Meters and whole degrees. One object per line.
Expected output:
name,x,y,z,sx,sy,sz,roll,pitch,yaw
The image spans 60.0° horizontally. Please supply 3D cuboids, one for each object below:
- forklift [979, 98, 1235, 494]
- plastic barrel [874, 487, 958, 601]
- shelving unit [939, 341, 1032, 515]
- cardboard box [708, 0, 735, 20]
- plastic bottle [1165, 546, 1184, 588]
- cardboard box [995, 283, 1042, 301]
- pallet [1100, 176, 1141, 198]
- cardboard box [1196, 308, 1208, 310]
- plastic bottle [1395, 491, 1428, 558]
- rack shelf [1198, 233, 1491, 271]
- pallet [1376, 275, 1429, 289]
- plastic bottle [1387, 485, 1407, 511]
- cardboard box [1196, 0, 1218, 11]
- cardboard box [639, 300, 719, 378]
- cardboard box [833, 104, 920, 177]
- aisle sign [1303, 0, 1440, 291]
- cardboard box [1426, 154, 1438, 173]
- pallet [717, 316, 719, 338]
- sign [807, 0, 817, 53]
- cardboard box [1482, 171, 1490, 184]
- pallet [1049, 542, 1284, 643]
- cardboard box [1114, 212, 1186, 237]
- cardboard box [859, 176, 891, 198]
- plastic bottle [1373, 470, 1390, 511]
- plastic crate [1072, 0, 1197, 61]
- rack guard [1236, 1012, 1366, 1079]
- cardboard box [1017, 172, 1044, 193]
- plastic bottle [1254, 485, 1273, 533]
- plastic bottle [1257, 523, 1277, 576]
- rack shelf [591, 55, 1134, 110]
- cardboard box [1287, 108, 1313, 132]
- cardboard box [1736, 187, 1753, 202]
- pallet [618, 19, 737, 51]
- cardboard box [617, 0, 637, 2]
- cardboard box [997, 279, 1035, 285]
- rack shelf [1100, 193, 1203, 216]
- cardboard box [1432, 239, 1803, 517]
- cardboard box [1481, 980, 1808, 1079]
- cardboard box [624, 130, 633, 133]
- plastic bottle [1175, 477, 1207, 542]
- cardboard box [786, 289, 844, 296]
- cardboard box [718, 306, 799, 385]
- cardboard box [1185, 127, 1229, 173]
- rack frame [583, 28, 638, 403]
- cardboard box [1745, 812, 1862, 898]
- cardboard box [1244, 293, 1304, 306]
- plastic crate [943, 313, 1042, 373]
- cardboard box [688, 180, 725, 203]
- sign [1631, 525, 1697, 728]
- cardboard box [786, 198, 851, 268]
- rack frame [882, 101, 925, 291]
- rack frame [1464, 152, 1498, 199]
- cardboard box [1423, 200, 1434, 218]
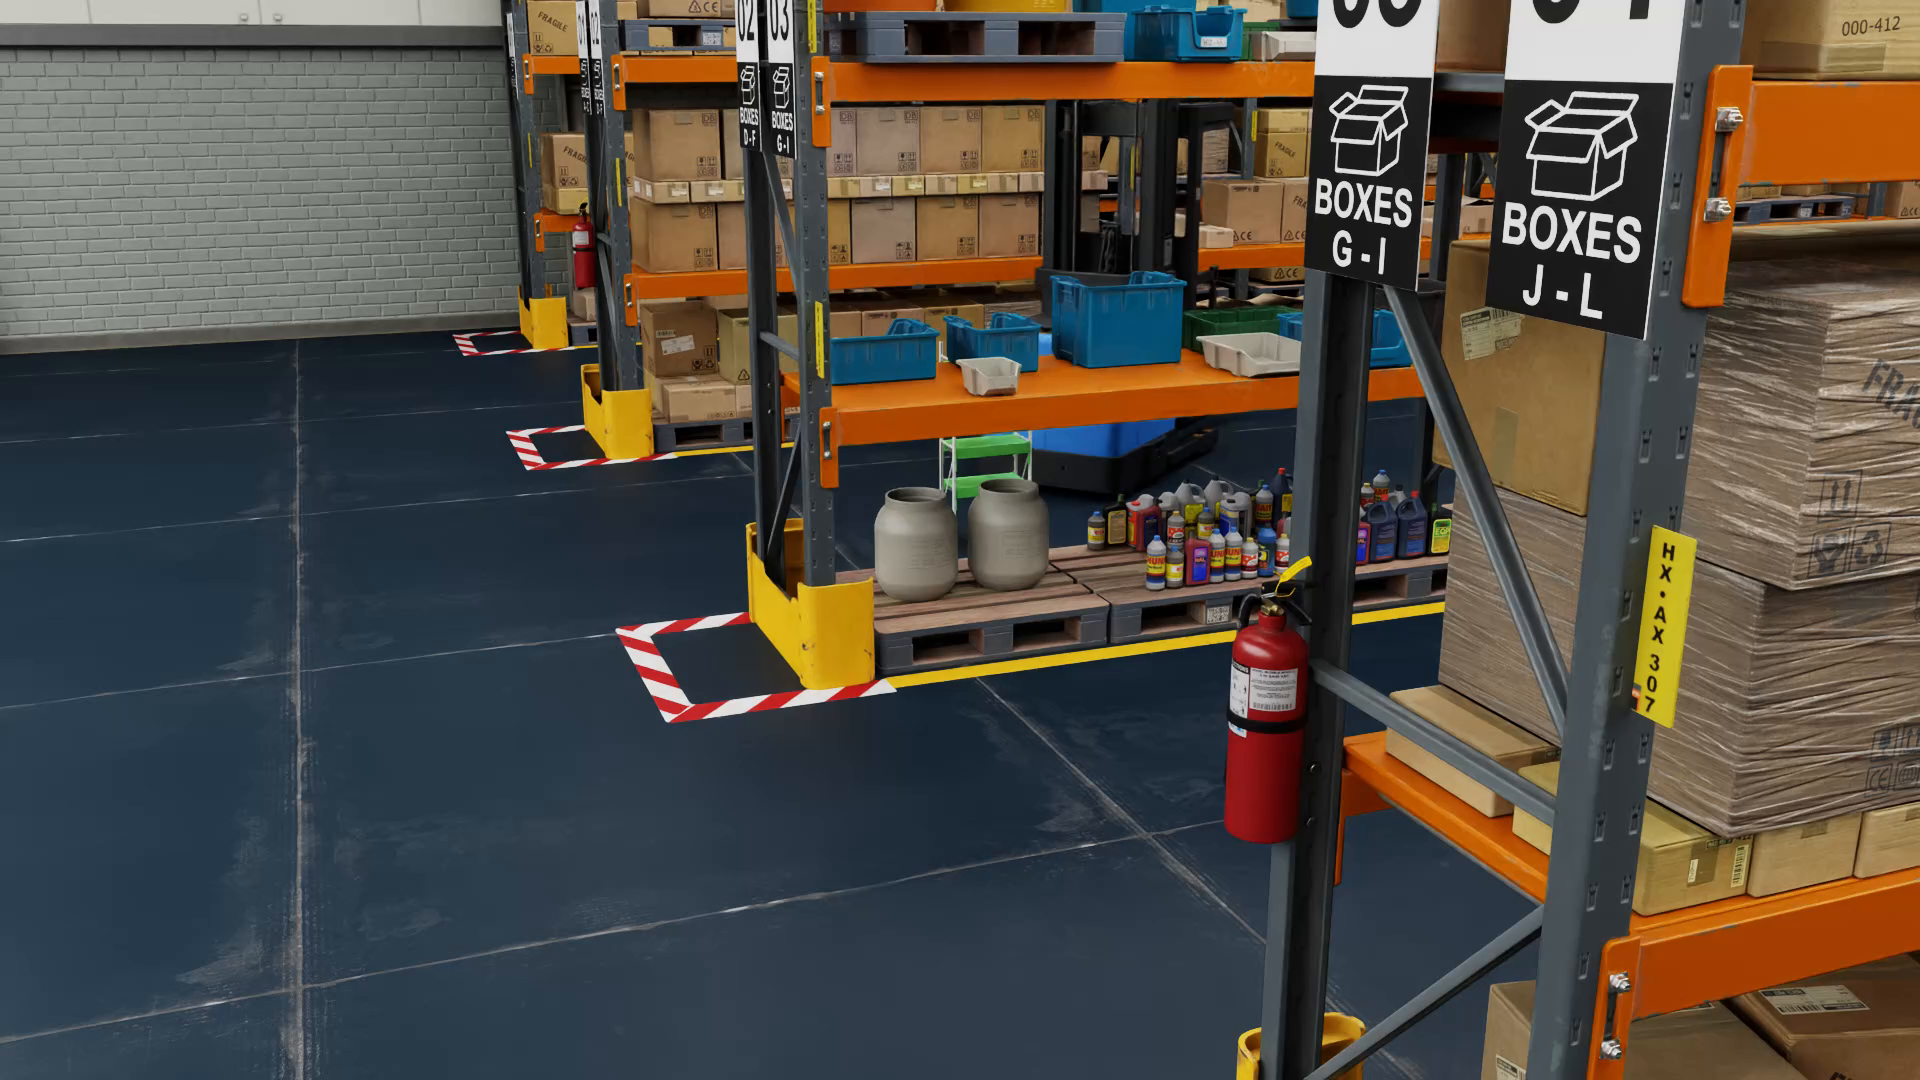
forklift,1.273,-2.075,11.963,1.130,2.935,3.031,9,18,27
plastic barrel,-0.219,0.018,8.382,0.421,0.512,0.421,0,16,0
shelving unit,0.155,-0.592,9.986,0.503,1.200,0.258,-6,17,-20
cardboard box,-1.595,-4.012,12.387,0.500,0.250,0.500,-6,17,-20
plastic bottle,1.095,0.133,8.508,0.097,0.201,0.097,0,16,0
cardboard box,0.615,-1.872,13.953,0.500,0.500,0.500,-6,17,-20
pallet,1.285,-3.998,18.730,1.213,0.211,1.003,-6,17,-20
cardboard box,2.104,-1.771,13.944,0.500,0.311,0.500,-6,18,-21
plastic bottle,2.430,-0.090,9.002,0.185,0.351,0.144,-7,18,-22
rack shelf,3.027,-2.451,14.397,4.000,0.370,1.077,-6,17,-20
pallet,5.019,-3.144,20.431,1.213,0.211,1.003,-6,17,-20
plastic bottle,2.379,-0.128,9.131,0.185,0.351,0.144,-6,17,-20
cardboard box,1.739,-4.223,13.351,0.500,0.250,0.500,-4,17,-14
cardboard box,-2.181,-1.565,12.909,0.500,0.500,0.500,-6,17,-20
cardboard box,-0.658,-3.067,12.737,0.500,0.500,0.700,-6,17,-20
aisle sign,0.801,-0.904,3.240,0.004,0.787,0.394,-6,17,-20
cardboard box,5.568,-4.689,20.001,0.500,0.500,0.500,-6,17,-20
pallet,-2.372,-2.358,17.754,1.213,0.211,1.003,-6,17,-20
sign,-0.614,-2.186,6.878,0.005,0.325,0.100,-6,17,-20
cardboard box,6.412,-4.453,20.348,0.250,0.149,0.380,-6,17,-19
pallet,1.146,0.228,8.947,1.213,0.211,1.003,-6,17,-20
cardboard box,1.604,-2.583,13.838,0.500,0.250,0.500,-5,17,-17
cardboard box,-0.696,-2.688,12.599,0.250,0.149,0.380,-6,17,-20
plastic bottle,2.474,-0.276,9.776,0.097,0.271,0.097,0,16,0
plastic crate,0.866,-2.590,8.300,0.575,0.384,0.392,-6,17,-20
rack guard,1.037,1.607,3.737,0.348,0.500,1.175,-6,17,-20
cardboard box,0.507,-2.818,13.043,0.250,0.149,0.380,-7,18,-22
plastic bottle,1.726,-0.177,9.438,0.097,0.271,0.097,0,16,0
plastic bottle,1.601,0.045,8.684,0.097,0.271,0.097,0,16,0
rack shelf,-0.708,-3.487,12.601,4.000,0.370,1.077,-6,17,-20
cardboard box,4.137,-4.893,19.365,0.500,0.250,0.500,-6,18,-21
cardboard box,7.002,-3.456,15.620,0.500,0.500,0.700,-11,20,-34
pallet,-1.906,-3.652,12.045,1.213,0.211,1.003,-6,17,-20
cardboard box,-3.418,-5.483,16.134,0.500,0.500,0.500,-6,18,-21
cardboard box,0.530,-3.053,18.826,0.500,0.500,0.700,-7,18,-21
rack shelf,1.251,-3.754,18.834,4.000,0.370,1.077,-6,17,-20
cardboard box,1.391,-0.375,3.572,0.500,0.500,0.500,-6,17,-20
cardboard box,1.555,1.355,3.851,0.500,0.500,0.500,-3,17,-10
cardboard box,-3.514,-3.943,17.102,0.500,0.500,0.500,-6,17,-19
plastic bottle,1.280,-0.178,9.301,0.185,0.351,0.144,-5,17,-18
cardboard box,-1.571,-2.794,17.944,0.500,0.500,0.500,-8,18,-24
cardboard box,-1.529,-1.479,12.616,0.500,0.500,0.500,-6,17,-20
cardboard box,2.684,-4.510,19.173,0.500,0.500,0.700,-8,18,-27
rack frame,-2.575,-2.191,12.236,0.127,3.000,1.000,-6,17,-20
cardboard box,1.558,0.550,3.347,0.250,0.149,0.380,-6,17,-20
cardboard box,2.856,-2.015,14.777,0.500,0.311,0.500,-6,18,-21
plastic crate,0.162,-1.009,8.475,0.408,0.251,0.499,-6,17,-20
cardboard box,-1.886,-2.560,12.165,0.250,0.149,0.380,-7,18,-22
sign,1.160,0.143,2.751,0.005,0.325,0.100,-6,17,-20
cardboard box,-1.181,-2.385,12.720,0.500,0.500,0.700,-6,17,-20
rack frame,-0.616,-3.897,18.046,0.127,3.000,1.000,-6,17,-20
rack frame,4.895,-2.998,14.982,0.127,3.000,1.000,-6,17,-20
cardboard box,3.990,-2.916,14.861,0.500,0.311,0.500,-6,18,-21
